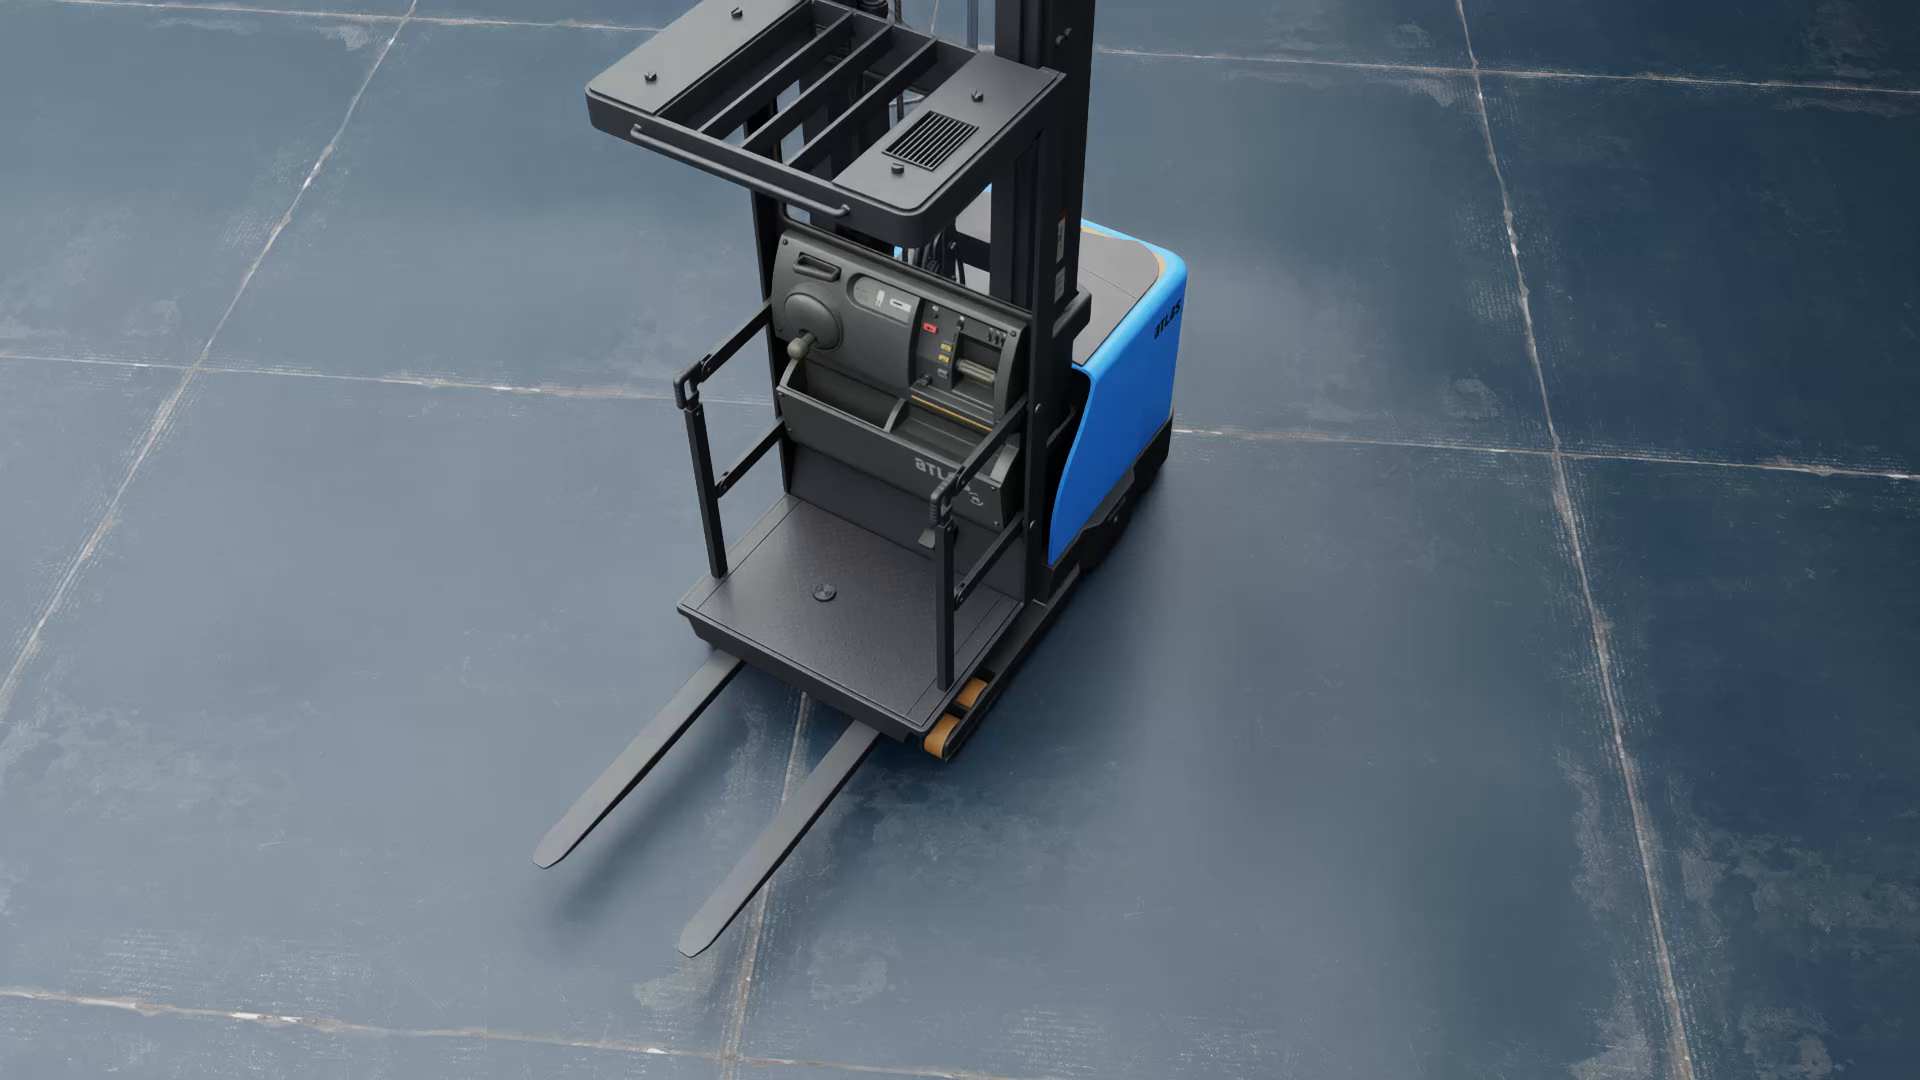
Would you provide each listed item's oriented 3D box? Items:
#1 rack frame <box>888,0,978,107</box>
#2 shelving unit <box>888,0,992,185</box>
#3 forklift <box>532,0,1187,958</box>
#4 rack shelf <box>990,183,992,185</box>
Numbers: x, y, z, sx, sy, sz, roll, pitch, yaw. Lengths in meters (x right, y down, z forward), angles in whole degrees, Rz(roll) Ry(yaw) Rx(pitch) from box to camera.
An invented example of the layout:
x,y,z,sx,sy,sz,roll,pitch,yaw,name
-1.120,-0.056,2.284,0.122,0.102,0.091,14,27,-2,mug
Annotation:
x,y,z,sx,sy,sz,roll,pitch,yaw,name
-0.162,-2.006,7.568,0.500,1.500,0.032,-14,49,-12,rack frame
-0.005,-1.649,7.242,0.538,1.500,1.048,-14,49,-12,shelving unit
-0.330,-0.599,5.311,1.130,2.935,3.031,25,52,21,forklift
-0.005,-1.528,7.374,0.538,0.185,1.000,-14,49,-12,rack shelf
